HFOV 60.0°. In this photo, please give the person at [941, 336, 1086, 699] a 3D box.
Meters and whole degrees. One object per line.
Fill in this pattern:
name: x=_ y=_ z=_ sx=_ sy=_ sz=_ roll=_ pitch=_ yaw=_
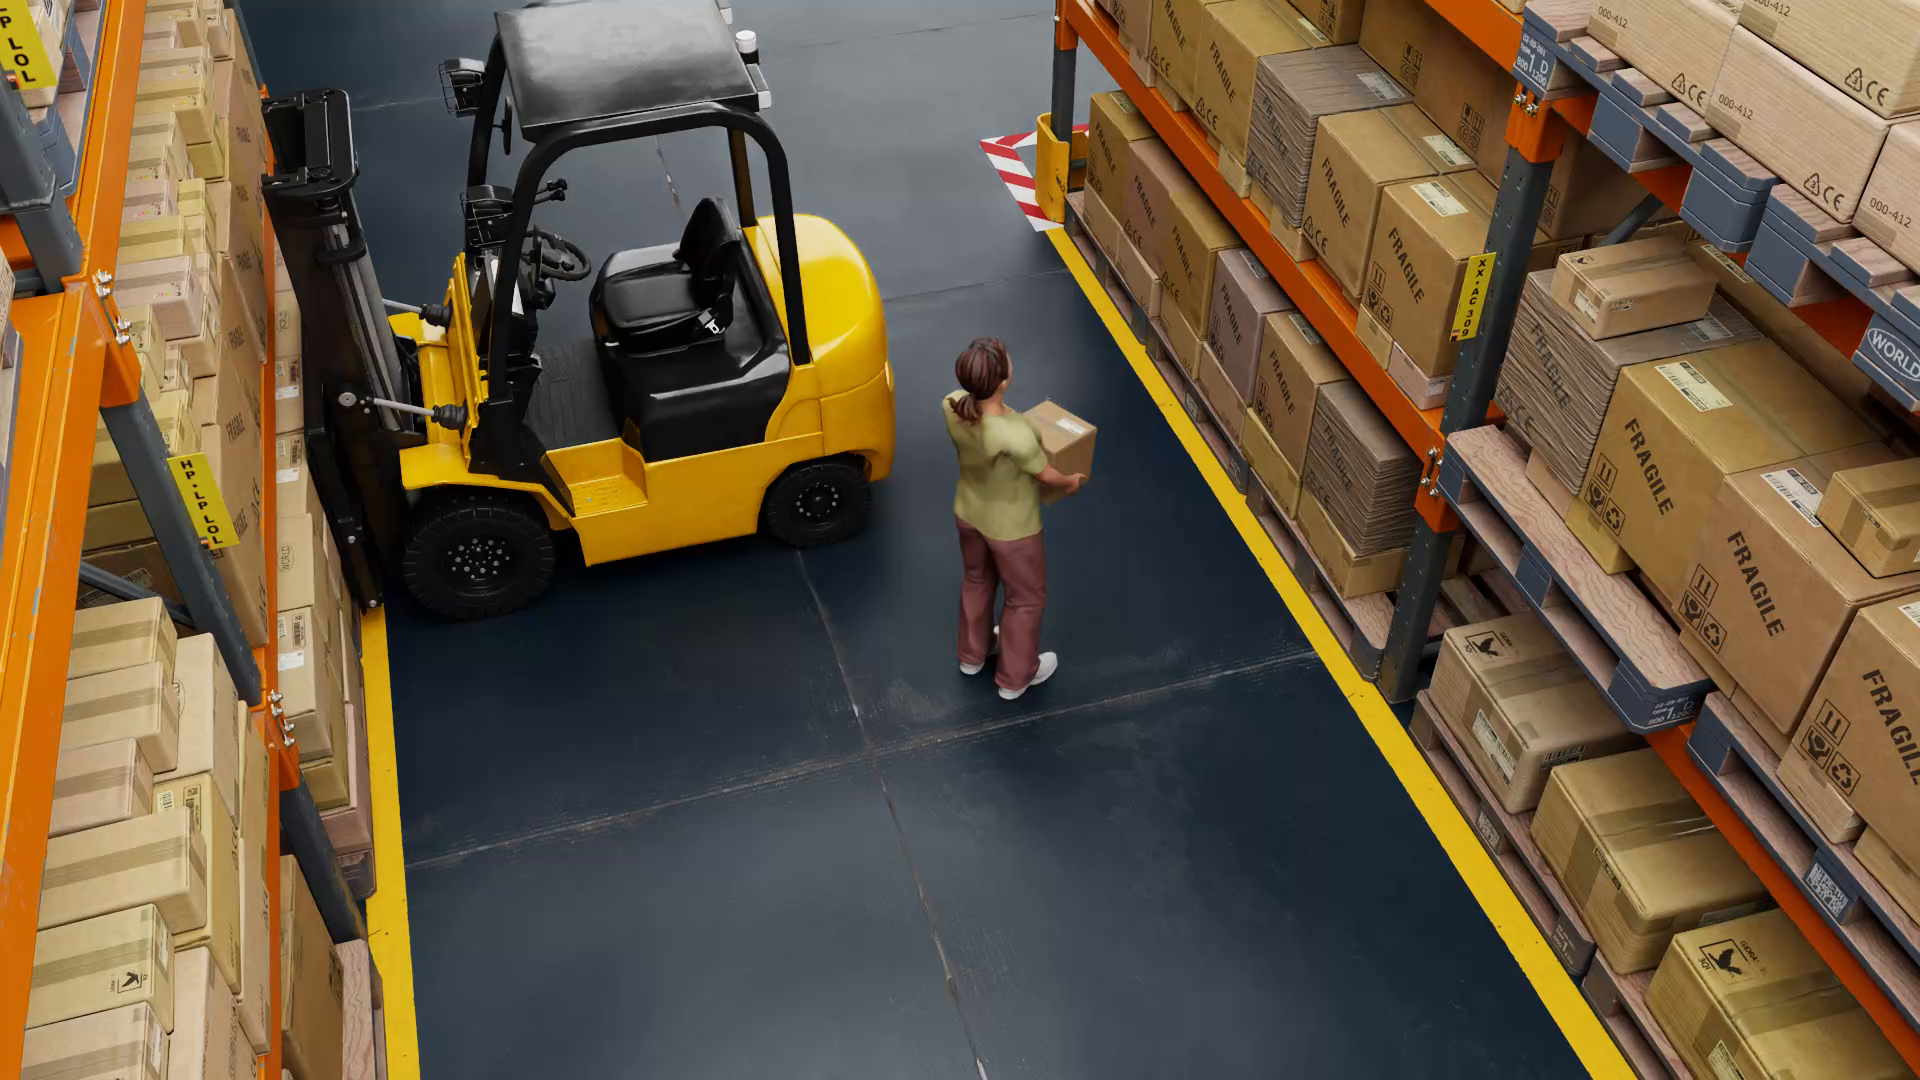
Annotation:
person: x=0.182 y=-0.116 z=6.291 sx=0.435 sy=1.671 sz=0.550 roll=32 pitch=51 yaw=30
